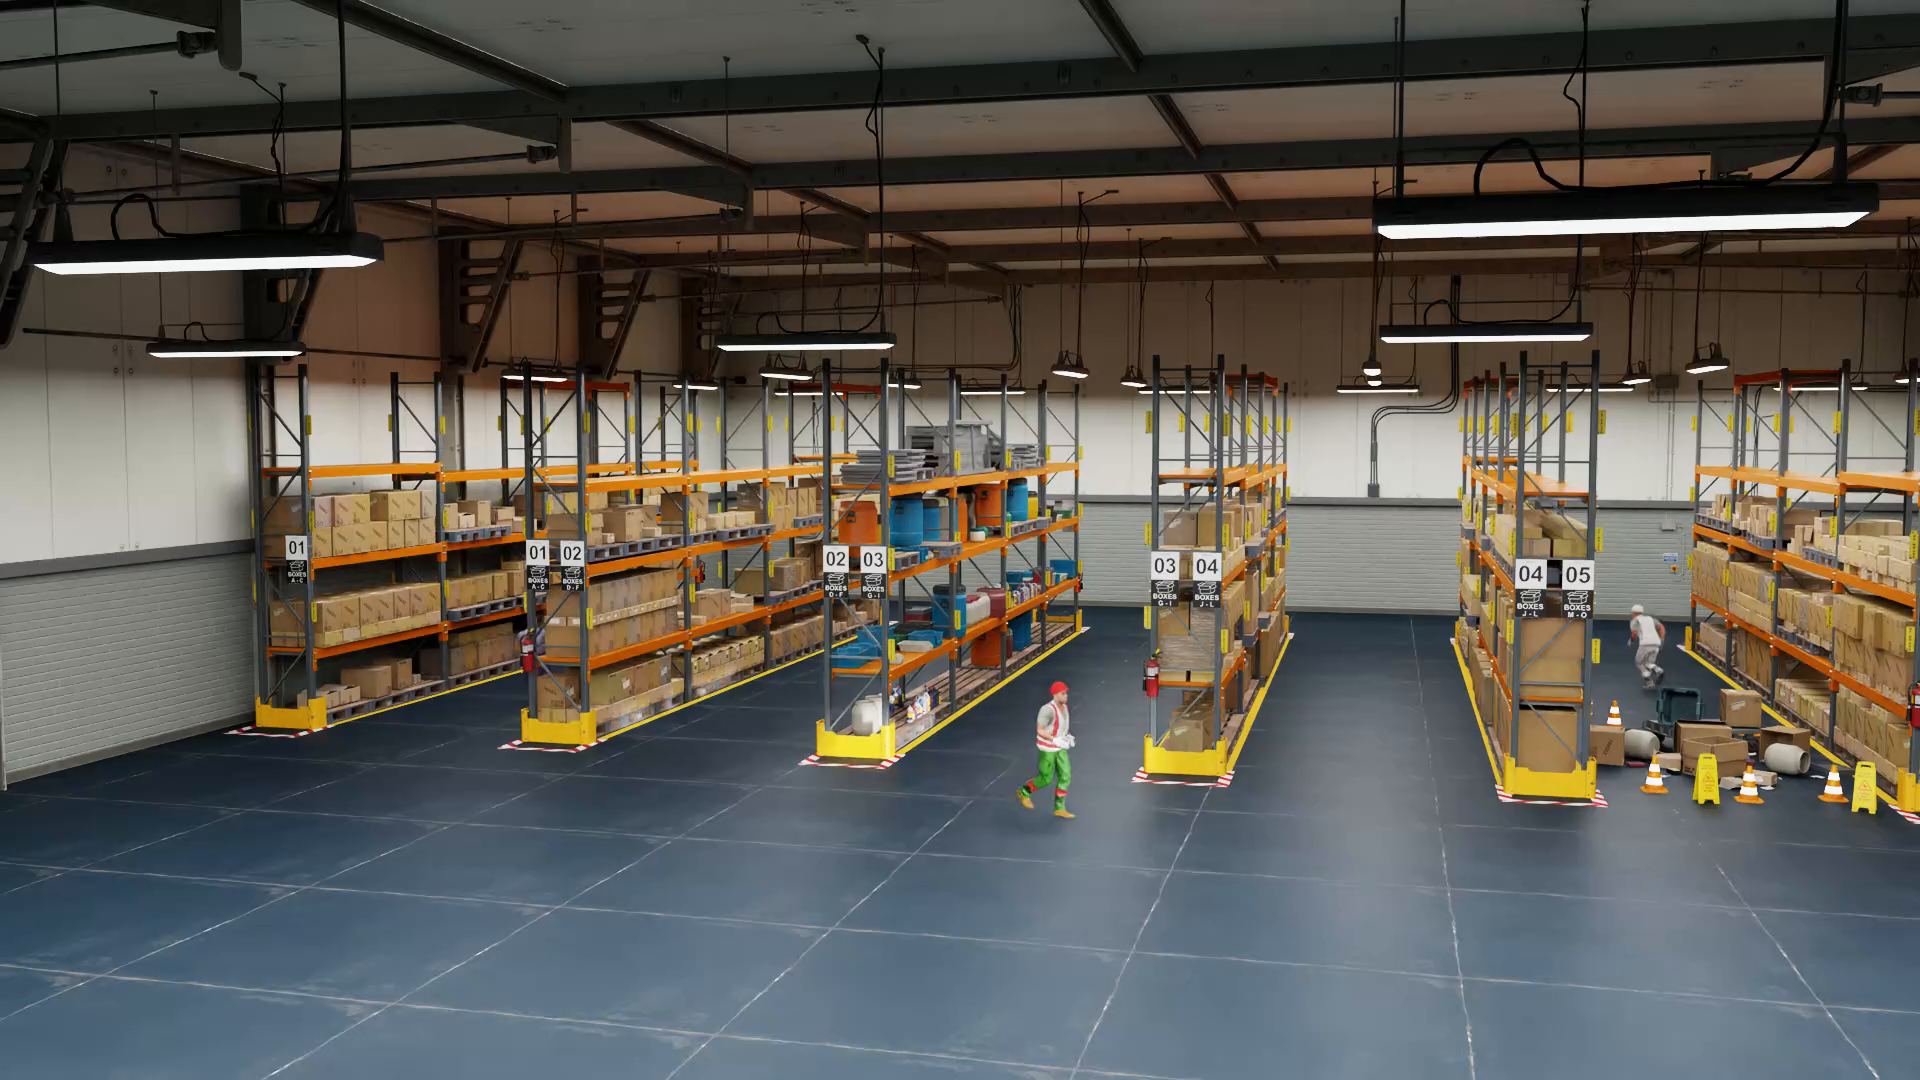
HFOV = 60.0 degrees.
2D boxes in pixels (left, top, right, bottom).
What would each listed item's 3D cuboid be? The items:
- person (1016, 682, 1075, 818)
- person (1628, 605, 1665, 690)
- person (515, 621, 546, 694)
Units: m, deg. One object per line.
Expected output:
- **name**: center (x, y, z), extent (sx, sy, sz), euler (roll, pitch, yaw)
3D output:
- **person**: center (1.108, 2.666, 21.320), extent (0.867, 1.745, 0.663), euler (3, 5, 39)
- **person**: center (13.086, 2.045, 31.571), extent (0.680, 1.580, 0.956), euler (-1, 4, -15)
- **person**: center (-7.645, 2.158, 29.758), extent (0.598, 1.613, 0.824), euler (-1, 4, -11)
